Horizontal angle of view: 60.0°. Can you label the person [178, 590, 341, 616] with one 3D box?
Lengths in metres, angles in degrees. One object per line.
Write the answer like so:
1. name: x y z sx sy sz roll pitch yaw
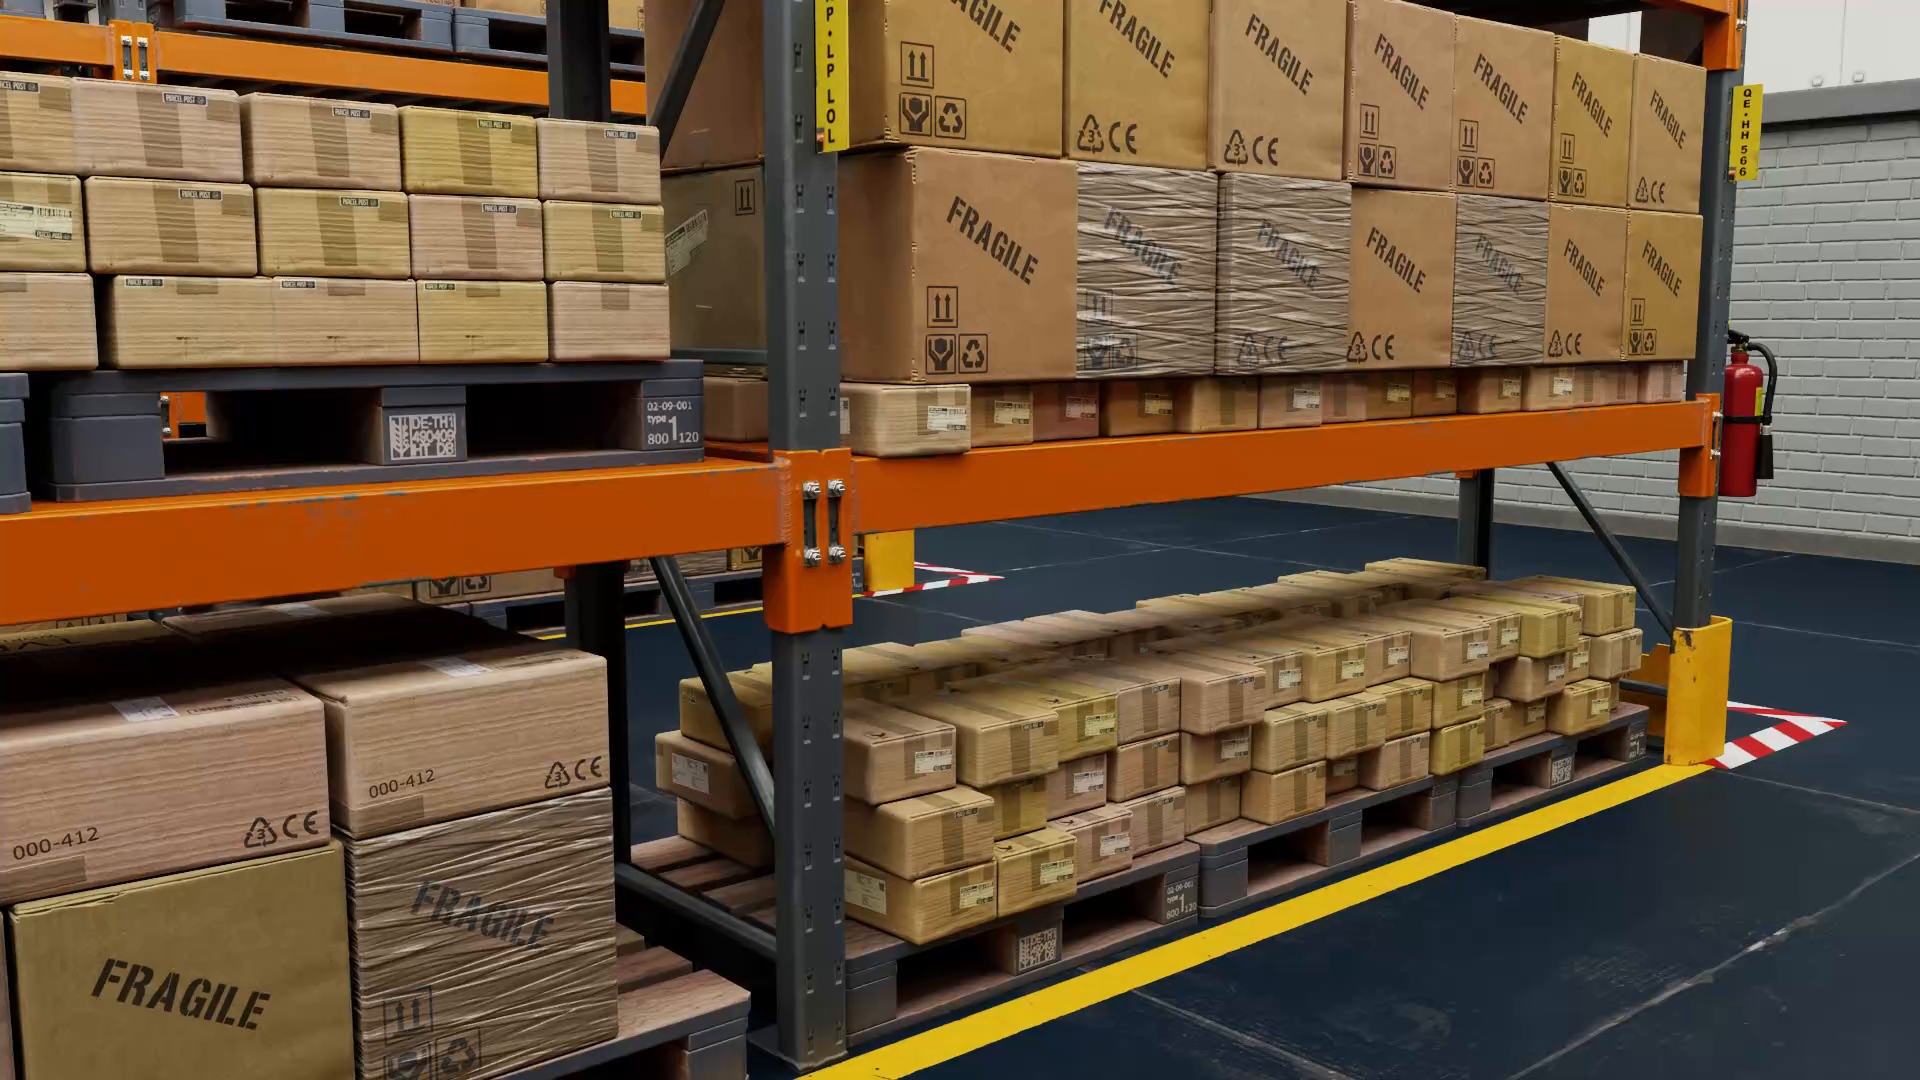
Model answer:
1. person: -2.058 0.136 4.758 0.952 1.589 0.510 -5 9 -33
